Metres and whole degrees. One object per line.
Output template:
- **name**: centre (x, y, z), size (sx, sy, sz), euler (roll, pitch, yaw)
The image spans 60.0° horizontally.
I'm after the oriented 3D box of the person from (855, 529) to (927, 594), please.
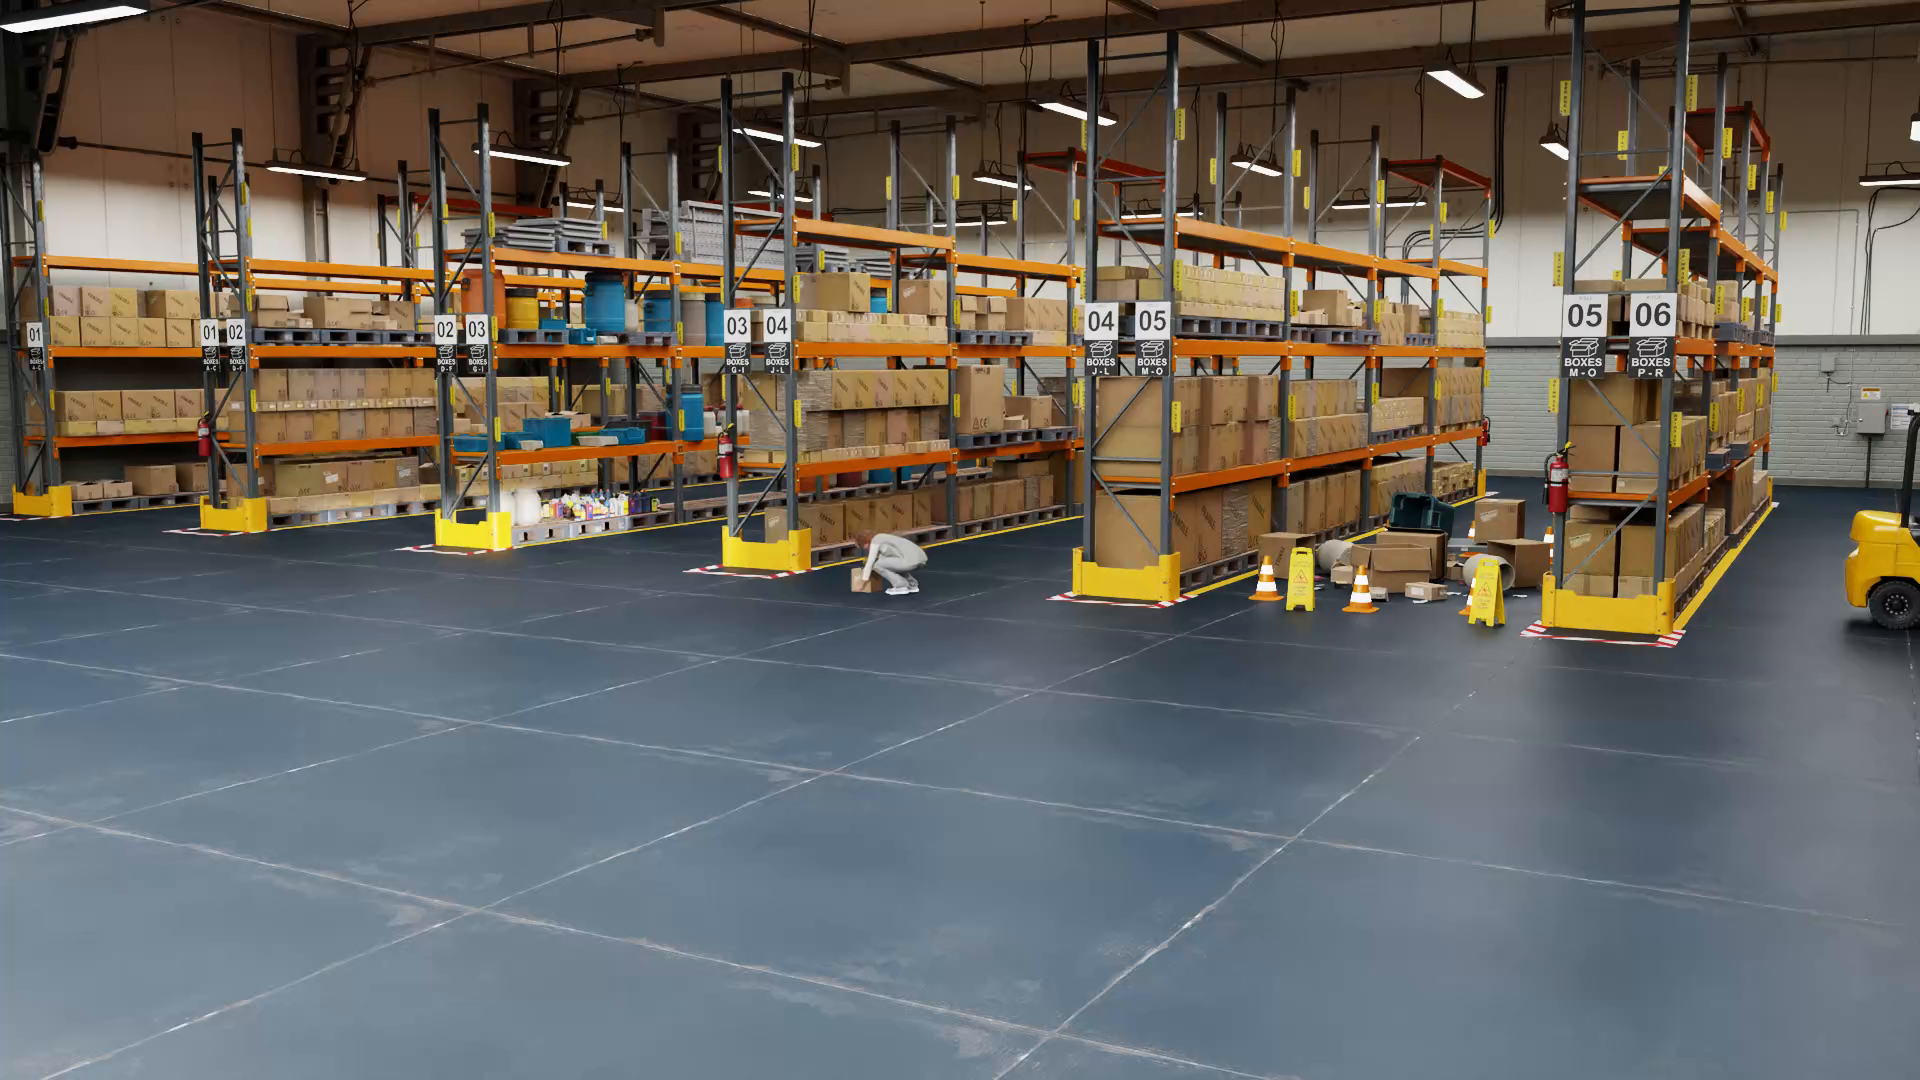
- **person**: centre (-0.767, 0.274, 18.522), size (0.831, 0.757, 0.434), euler (3, 7, 28)
